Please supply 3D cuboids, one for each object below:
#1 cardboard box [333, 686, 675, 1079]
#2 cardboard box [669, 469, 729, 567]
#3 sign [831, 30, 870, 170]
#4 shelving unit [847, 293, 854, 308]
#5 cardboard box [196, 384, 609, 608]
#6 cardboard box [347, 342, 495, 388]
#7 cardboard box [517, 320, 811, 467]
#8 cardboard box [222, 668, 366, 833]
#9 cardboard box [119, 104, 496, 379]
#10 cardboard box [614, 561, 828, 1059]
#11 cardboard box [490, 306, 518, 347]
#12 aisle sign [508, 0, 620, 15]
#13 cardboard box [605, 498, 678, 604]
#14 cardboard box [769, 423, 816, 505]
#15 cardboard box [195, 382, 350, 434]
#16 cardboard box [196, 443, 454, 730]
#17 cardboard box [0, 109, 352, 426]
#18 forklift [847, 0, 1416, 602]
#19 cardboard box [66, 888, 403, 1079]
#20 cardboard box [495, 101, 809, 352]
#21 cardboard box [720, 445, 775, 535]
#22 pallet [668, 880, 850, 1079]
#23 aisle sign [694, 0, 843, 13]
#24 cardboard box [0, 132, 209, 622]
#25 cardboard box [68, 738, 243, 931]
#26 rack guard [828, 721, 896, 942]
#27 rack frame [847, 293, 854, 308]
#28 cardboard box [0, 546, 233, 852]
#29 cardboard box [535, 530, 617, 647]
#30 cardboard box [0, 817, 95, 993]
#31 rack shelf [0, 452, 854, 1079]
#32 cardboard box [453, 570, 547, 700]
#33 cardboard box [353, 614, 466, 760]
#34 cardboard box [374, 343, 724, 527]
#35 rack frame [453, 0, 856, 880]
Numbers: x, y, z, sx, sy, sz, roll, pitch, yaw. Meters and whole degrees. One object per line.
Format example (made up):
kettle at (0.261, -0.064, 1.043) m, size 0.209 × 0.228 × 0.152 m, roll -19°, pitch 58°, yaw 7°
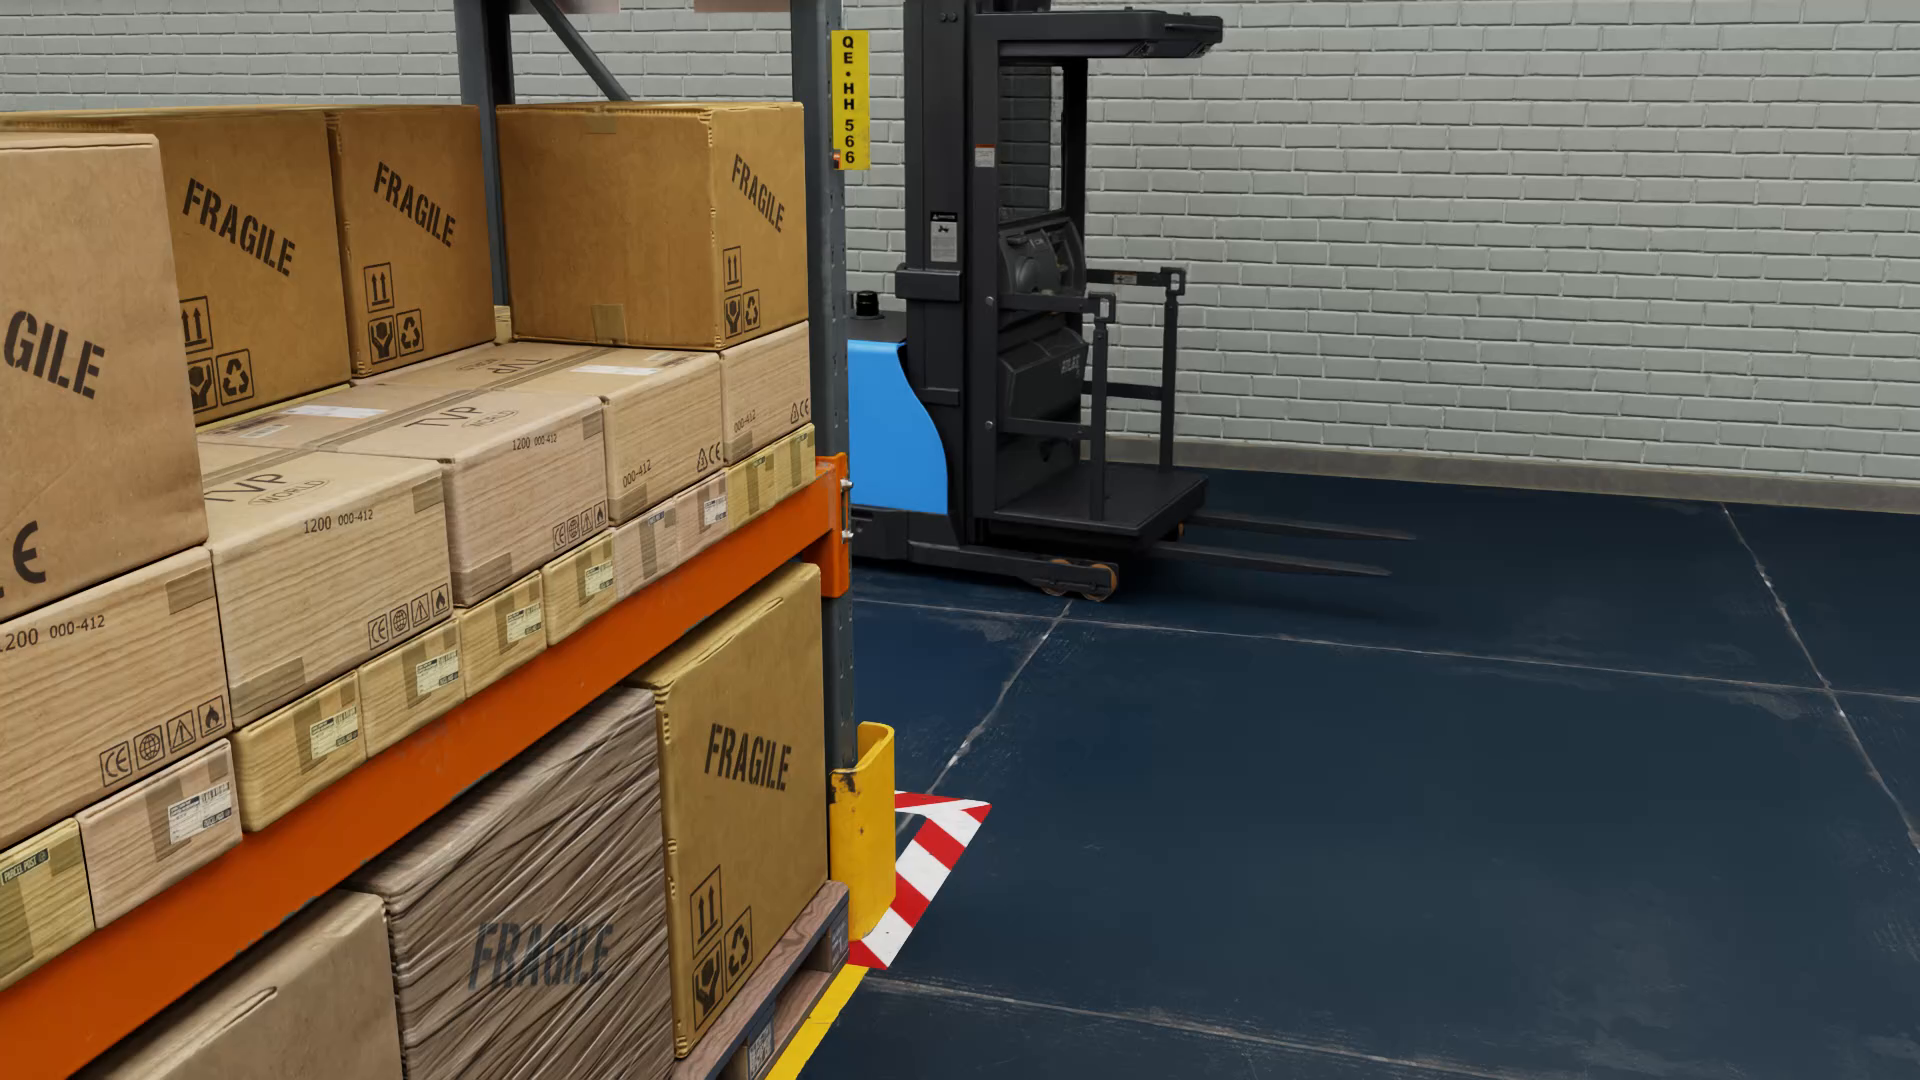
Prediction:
cardboard box at (-1.147, 0.797, 3.148) m, size 0.875 × 0.875 × 0.875 m, roll 5°, pitch 16°, yaw 16°
cardboard box at (-0.714, -0.062, 3.510) m, size 0.380 × 0.149 × 0.250 m, roll 5°, pitch 16°, yaw 16°
sign at (-0.267, -1.061, 4.016) m, size 0.100 × 0.325 × 0.005 m, roll 5°, pitch 16°, yaw 16°
shelving unit at (-1.021, -0.671, 8.633) m, size 0.538 × 1.125 × 1.048 m, roll 8°, pitch 18°, yaw 26°
cardboard box at (-0.955, -0.093, 2.890) m, size 0.500 × 0.250 × 0.500 m, roll 4°, pitch 16°, yaw 14°
cardboard box at (-1.320, -0.265, 3.497) m, size 0.500 × 0.250 × 0.500 m, roll 4°, pitch 16°, yaw 15°
cardboard box at (-0.666, -0.359, 3.828) m, size 0.500 × 0.250 × 0.500 m, roll 4°, pitch 16°, yaw 15°
cardboard box at (-1.075, 0.272, 2.332) m, size 0.380 × 0.149 × 0.250 m, roll 4°, pitch 16°, yaw 14°
cardboard box at (-1.320, -0.632, 3.415) m, size 0.500 × 0.500 × 0.500 m, roll 4°, pitch 16°, yaw 15°
cardboard box at (-0.888, 0.558, 3.988) m, size 0.875 × 0.875 × 0.875 m, roll 5°, pitch 16°, yaw 16°
cardboard box at (-1.178, -0.402, 3.978) m, size 0.500 × 0.250 × 0.500 m, roll 4°, pitch 16°, yaw 14°
aisle sign at (-1.050, -1.728, 4.161) m, size 0.394 × 0.787 × 0.004 m, roll 5°, pitch 16°, yaw 16°
cardboard box at (-0.785, 0.003, 3.280) m, size 0.380 × 0.149 × 0.250 m, roll 5°, pitch 17°, yaw 17°
cardboard box at (-0.569, -0.196, 3.983) m, size 0.380 × 0.149 × 0.250 m, roll 5°, pitch 17°, yaw 17°
cardboard box at (-1.466, -0.134, 3.034) m, size 0.500 × 0.250 × 0.500 m, roll 4°, pitch 16°, yaw 14°
cardboard box at (-1.100, 0.043, 2.409) m, size 0.500 × 0.250 × 0.500 m, roll 5°, pitch 16°, yaw 16°
cardboard box at (-1.462, -0.496, 2.935) m, size 0.500 × 0.500 × 0.500 m, roll 4°, pitch 16°, yaw 14°
forklift at (0.565, -1.302, 7.549) m, size 3.031 × 2.935 × 1.130 m, roll 7°, pitch 17°, yaw 24°
cardboard box at (-1.400, 1.029, 2.327) m, size 0.875 × 0.875 × 0.875 m, roll 5°, pitch 16°, yaw 16°
cardboard box at (-0.670, -0.719, 3.724) m, size 0.500 × 0.500 × 0.500 m, roll 5°, pitch 17°, yaw 17°
cardboard box at (-0.641, -0.128, 3.743) m, size 0.380 × 0.149 × 0.250 m, roll 5°, pitch 17°, yaw 16°
pallet at (-0.935, 1.121, 3.989) m, size 1.003 × 0.211 × 1.213 m, roll 5°, pitch 16°, yaw 16°
aisle sign at (-0.475, -1.682, 3.997) m, size 0.394 × 0.787 × 0.004 m, roll 5°, pitch 16°, yaw 16°
cardboard box at (-1.248, -0.191, 1.860) m, size 0.500 × 0.500 × 0.500 m, roll 4°, pitch 16°, yaw 14°
cardboard box at (-1.149, 0.341, 2.090) m, size 0.380 × 0.149 × 0.250 m, roll 5°, pitch 17°, yaw 17°
rack guard at (-0.776, 0.761, 4.730) m, size 1.175 × 0.500 × 0.348 m, roll 5°, pitch 16°, yaw 16°
rack frame at (-0.793, -0.795, 9.070) m, size 0.500 × 1.125 × 0.032 m, roll 8°, pitch 18°, yaw 26°
cardboard box at (-1.247, 0.172, 1.956) m, size 0.500 × 0.250 × 0.500 m, roll 5°, pitch 17°, yaw 17°
cardboard box at (-0.857, 0.072, 3.041) m, size 0.380 × 0.149 × 0.250 m, roll 4°, pitch 16°, yaw 15°
cardboard box at (-1.222, 0.407, 1.858) m, size 0.380 × 0.149 × 0.250 m, roll 4°, pitch 16°, yaw 15°
rack shelf at (-1.351, 0.434, 2.621) m, size 1.077 × 0.370 × 4.000 m, roll 5°, pitch 16°, yaw 16°
cardboard box at (-0.931, 0.139, 2.801) m, size 0.380 × 0.149 × 0.250 m, roll 5°, pitch 16°, yaw 16°
cardboard box at (-1.003, 0.204, 2.573) m, size 0.380 × 0.149 × 0.250 m, roll 5°, pitch 17°, yaw 17°
cardboard box at (-0.811, -0.226, 3.360) m, size 0.500 × 0.250 × 0.500 m, roll 4°, pitch 16°, yaw 15°
rack frame at (-0.783, -0.435, 4.367) m, size 1.000 × 3.000 × 0.127 m, roll 5°, pitch 16°, yaw 16°
